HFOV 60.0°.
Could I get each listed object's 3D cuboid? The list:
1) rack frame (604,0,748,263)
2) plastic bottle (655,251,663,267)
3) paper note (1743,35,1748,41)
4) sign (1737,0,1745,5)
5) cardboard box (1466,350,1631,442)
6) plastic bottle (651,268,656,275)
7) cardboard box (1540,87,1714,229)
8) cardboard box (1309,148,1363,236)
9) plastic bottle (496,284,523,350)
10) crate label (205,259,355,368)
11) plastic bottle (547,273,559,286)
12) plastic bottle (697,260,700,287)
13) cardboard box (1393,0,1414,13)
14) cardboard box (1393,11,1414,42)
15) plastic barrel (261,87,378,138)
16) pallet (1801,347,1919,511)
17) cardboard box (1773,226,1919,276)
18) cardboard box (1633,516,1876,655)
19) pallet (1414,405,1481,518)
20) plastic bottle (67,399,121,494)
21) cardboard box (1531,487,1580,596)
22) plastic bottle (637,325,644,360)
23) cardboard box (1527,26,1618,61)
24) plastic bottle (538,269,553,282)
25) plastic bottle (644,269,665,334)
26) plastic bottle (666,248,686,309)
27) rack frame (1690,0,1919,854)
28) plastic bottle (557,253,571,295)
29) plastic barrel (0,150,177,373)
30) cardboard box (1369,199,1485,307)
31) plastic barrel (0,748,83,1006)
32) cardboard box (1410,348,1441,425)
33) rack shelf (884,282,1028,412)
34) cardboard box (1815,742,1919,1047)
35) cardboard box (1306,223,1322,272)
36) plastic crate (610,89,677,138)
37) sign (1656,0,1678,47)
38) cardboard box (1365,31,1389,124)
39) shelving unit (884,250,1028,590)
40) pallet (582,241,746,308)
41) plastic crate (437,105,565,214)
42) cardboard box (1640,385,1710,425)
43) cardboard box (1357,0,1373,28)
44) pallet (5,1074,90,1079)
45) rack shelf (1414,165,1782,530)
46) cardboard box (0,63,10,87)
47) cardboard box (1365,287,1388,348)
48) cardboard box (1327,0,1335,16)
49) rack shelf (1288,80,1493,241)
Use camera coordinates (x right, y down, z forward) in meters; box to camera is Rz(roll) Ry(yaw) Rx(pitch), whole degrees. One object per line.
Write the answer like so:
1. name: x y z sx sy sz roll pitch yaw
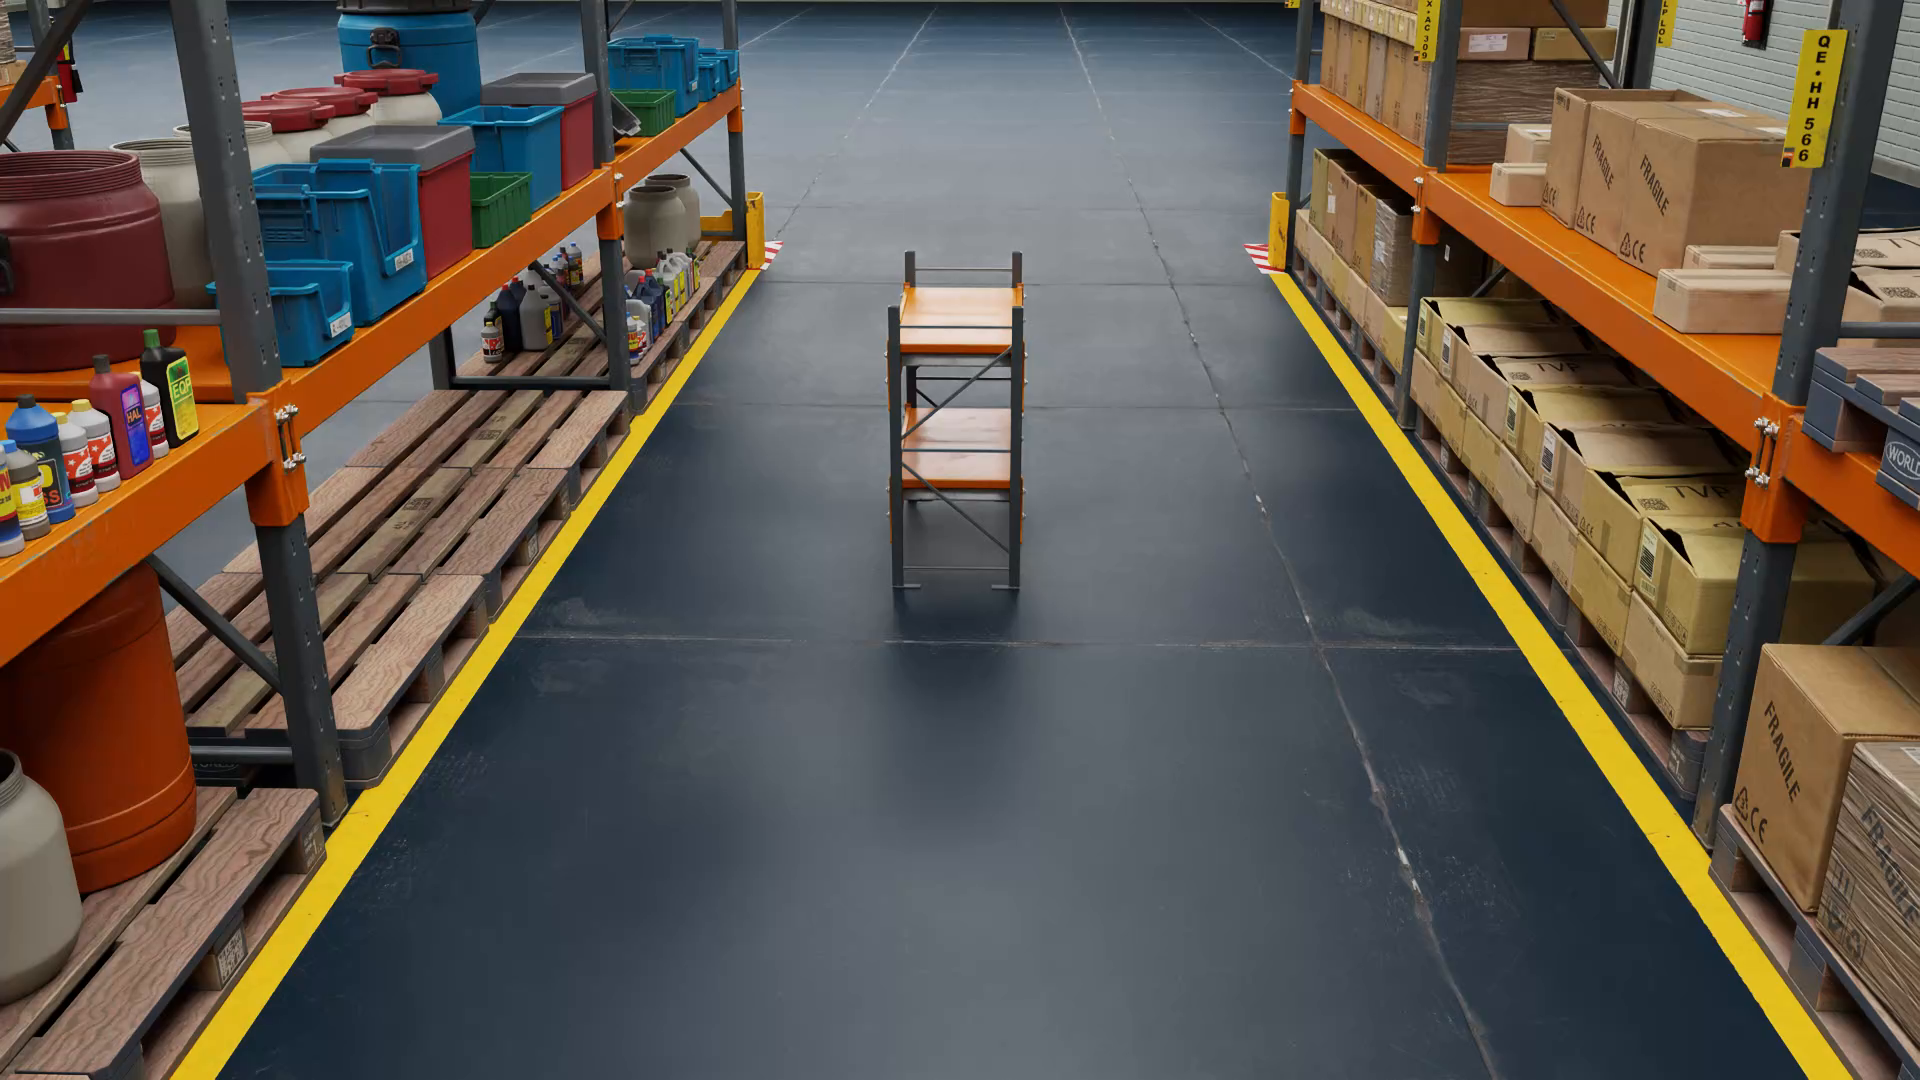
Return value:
1. rack frame: -2.081 -3.473 11.832 1.000 3.000 0.127 1 21 2
2. plastic bottle: -1.840 -1.653 10.288 0.061 0.283 0.133 1 21 2
3. paper note: 9.035 -5.816 19.089 0.016 0.148 0.142 1 21 2
4. sign: 9.081 -6.379 19.273 0.001 0.329 0.234 1 21 2
5. cardboard box: 2.452 -0.631 6.954 0.500 0.311 0.500 0 21 0
6. plastic bottle: -1.863 -1.558 10.157 0.097 0.201 0.097 0 21 0
7. cardboard box: 2.693 -1.549 6.736 0.500 0.500 0.500 2 21 6
8. cardboard box: 2.618 -2.308 11.014 0.500 0.500 0.500 1 21 2
9. plastic bottle: -2.471 -1.232 9.112 0.144 0.351 0.185 0 21 0
10. crate label: -1.937 -0.650 4.789 0.303 0.233 0.416 1 21 2
11. plastic bottle: -2.352 -1.395 9.625 0.061 0.283 0.133 1 21 2
12. plastic bottle: -1.699 -1.704 10.535 0.097 0.201 0.097 0 21 0
13. cardboard box: 2.786 -3.146 9.059 0.700 0.500 0.500 1 21 2
14. cardboard box: 2.575 -2.788 9.033 0.380 0.149 0.250 1 21 1
15. plastic barrel: -2.473 -1.481 6.511 0.433 0.535 0.433 0 21 0
16. pallet: 2.676 -0.189 3.634 1.213 0.211 1.003 1 21 2
17. cardboard box: 2.848 -0.804 5.077 0.500 0.311 0.500 0 21 1
18. cardboard box: 2.397 0.108 5.048 0.500 0.311 0.500 1 21 3
19. pallet: 2.765 -0.404 7.777 1.003 0.211 1.213 1 21 2
20. plastic bottle: -1.939 -0.211 3.702 0.097 0.201 0.097 0 21 0
21. cardboard box: 2.429 0.001 6.101 0.500 0.250 0.500 1 21 3
22. plastic bottle: -1.752 -1.074 8.910 0.097 0.201 0.097 0 21 0
23. cardboard box: 2.950 -2.414 8.070 0.380 0.149 0.250 1 21 2
24. plastic bottle: -2.446 -1.442 9.757 0.152 0.276 0.135 1 21 3
25. plastic bottle: -1.757 -1.352 9.420 0.144 0.351 0.185 0 21 -1
26. plastic bottle: -1.739 -1.573 9.990 0.144 0.351 0.185 2 21 4
27. rack frame: 2.627 -0.524 4.233 1.000 3.000 0.127 1 21 2
28. plastic bottle: -2.458 -1.630 10.246 0.097 0.271 0.097 0 21 0
29. plastic barrel: -2.613 -0.815 4.793 0.600 0.536 0.708 1 21 2
30. cardboard box: 2.571 -1.585 9.150 0.500 0.500 0.500 1 21 2
31. plastic barrel: -2.250 0.766 3.766 0.421 0.512 0.421 0 21 0
32. cardboard box: 2.489 -0.741 8.013 0.500 0.250 0.500 0 21 0
33. rack shelf: 0.000 -0.795 6.713 0.538 0.278 1.000 1 21 2
34. cardboard box: 2.317 0.787 3.702 0.500 0.500 0.500 0 21 0
35. cardboard box: 2.620 -1.958 11.150 0.500 0.250 0.500 1 21 2
36. plastic crate: -1.879 -2.415 9.400 0.450 0.188 0.662 1 21 2
37. sign: 3.291 -2.471 7.759 0.100 0.325 0.005 1 21 2
38. cardboard box: 2.799 -2.735 9.793 0.700 0.500 0.500 1 21 3
39. shelving unit: 0.000 -0.522 6.819 0.538 1.125 1.048 1 21 2
40. pallet: -2.066 -1.851 11.507 1.003 0.211 1.213 1 21 2
41. plastic crate: -1.925 -1.617 7.071 0.392 0.384 0.575 1 21 2
42. cardboard box: 2.977 -0.446 6.477 0.500 0.311 0.500 0 21 1
43. cardboard box: 2.606 -3.161 9.993 0.380 0.149 0.250 0 21 1
44. pallet: -2.346 1.445 3.012 1.003 0.211 1.213 1 21 2
45. rack shelf: 2.688 -0.912 6.227 1.077 0.370 4.000 1 21 2
46. cardboard box: -6.842 -3.214 11.513 0.380 0.149 0.250 1 21 2
47. cardboard box: 2.569 -1.235 9.286 0.500 0.250 0.500 1 21 2
48. cardboard box: 2.638 -3.531 10.947 0.380 0.149 0.250 0 21 0
49. rack shelf: 2.809 -2.358 9.954 1.077 0.370 4.000 1 21 2
